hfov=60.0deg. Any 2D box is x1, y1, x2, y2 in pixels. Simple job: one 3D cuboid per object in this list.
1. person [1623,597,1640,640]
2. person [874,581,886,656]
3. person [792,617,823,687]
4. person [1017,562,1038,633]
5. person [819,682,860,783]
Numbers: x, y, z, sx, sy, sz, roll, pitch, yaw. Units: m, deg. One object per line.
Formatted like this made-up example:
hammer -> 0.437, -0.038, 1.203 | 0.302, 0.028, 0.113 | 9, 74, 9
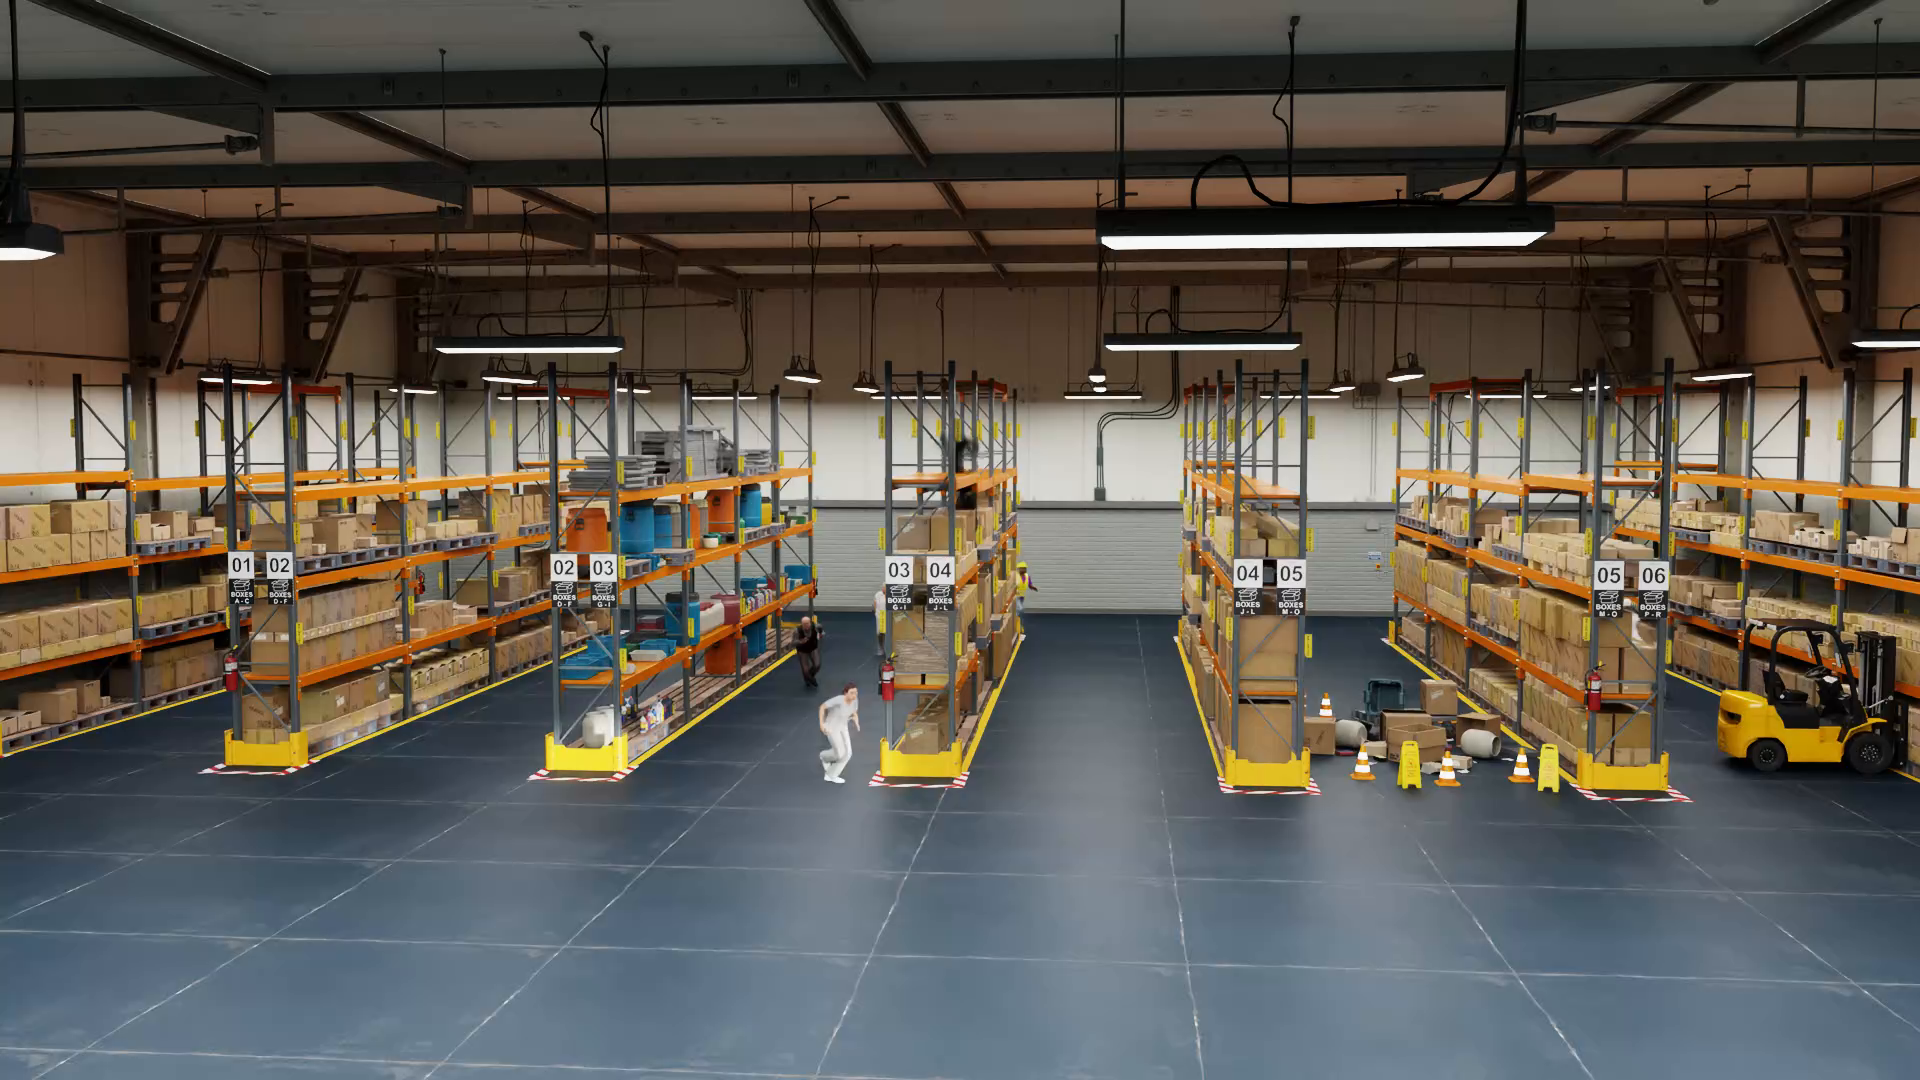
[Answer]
person -> 13.026, 2.001, 32.409 | 0.651, 1.747, 0.976 | -1, 4, -12
person -> -1.668, 1.756, 37.117 | 0.515, 1.684, 0.799 | 0, 4, -4
person -> -2.939, 2.160, 32.149 | 0.658, 1.439, 0.989 | -1, 4, -14
person -> 1.458, 1.390, 41.064 | 0.676, 1.711, 0.993 | -3, 5, -39
person -> -1.753, 2.721, 23.561 | 0.579, 1.487, 0.799 | -3, 5, -43
